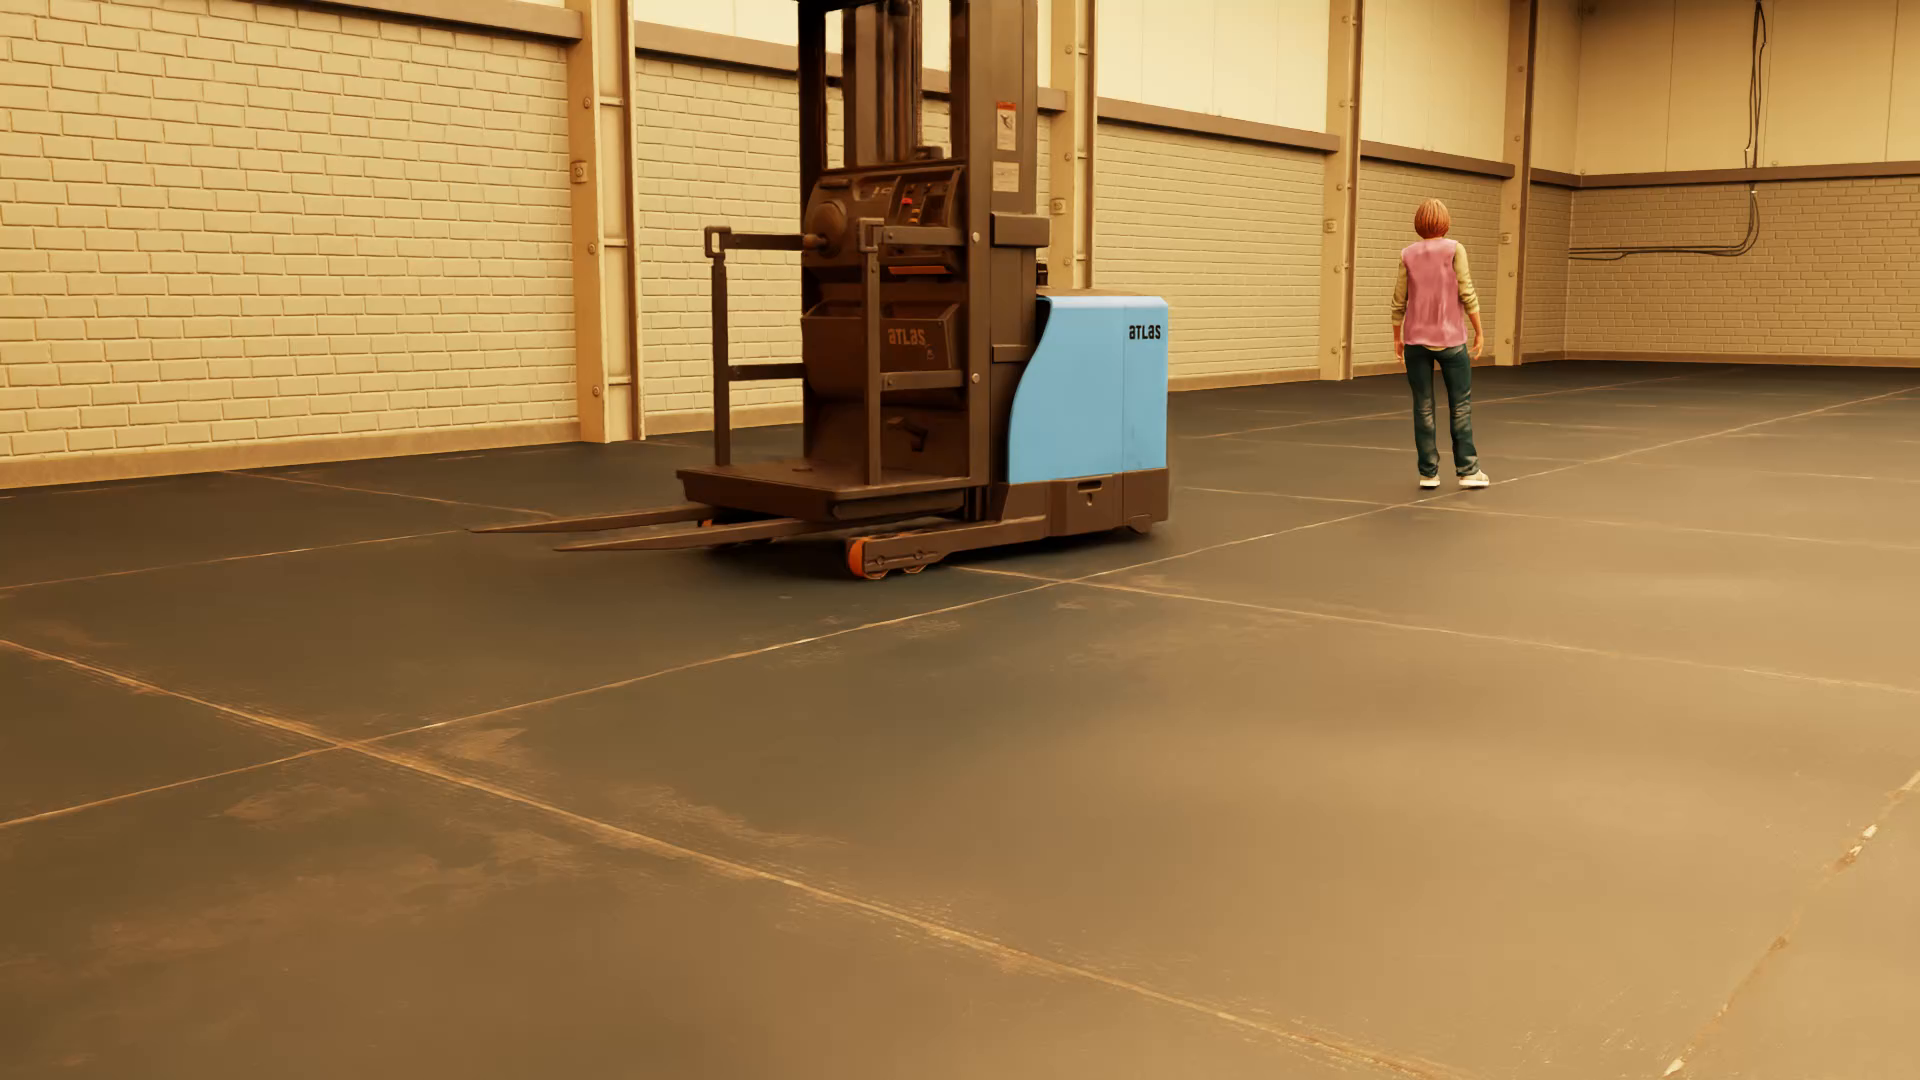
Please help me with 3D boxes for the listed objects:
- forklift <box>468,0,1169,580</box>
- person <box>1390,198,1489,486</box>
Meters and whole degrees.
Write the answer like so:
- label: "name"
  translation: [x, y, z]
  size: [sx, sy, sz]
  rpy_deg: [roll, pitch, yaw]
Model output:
- label: "forklift"
  translation: [-0.478, -1.381, 6.718]
  size: [3.031, 2.935, 1.130]
  rpy_deg: [-8, 11, -42]
- label: "person"
  translation: [2.692, -1.094, 9.313]
  size: [0.520, 1.599, 0.473]
  rpy_deg: [5, 10, 31]
